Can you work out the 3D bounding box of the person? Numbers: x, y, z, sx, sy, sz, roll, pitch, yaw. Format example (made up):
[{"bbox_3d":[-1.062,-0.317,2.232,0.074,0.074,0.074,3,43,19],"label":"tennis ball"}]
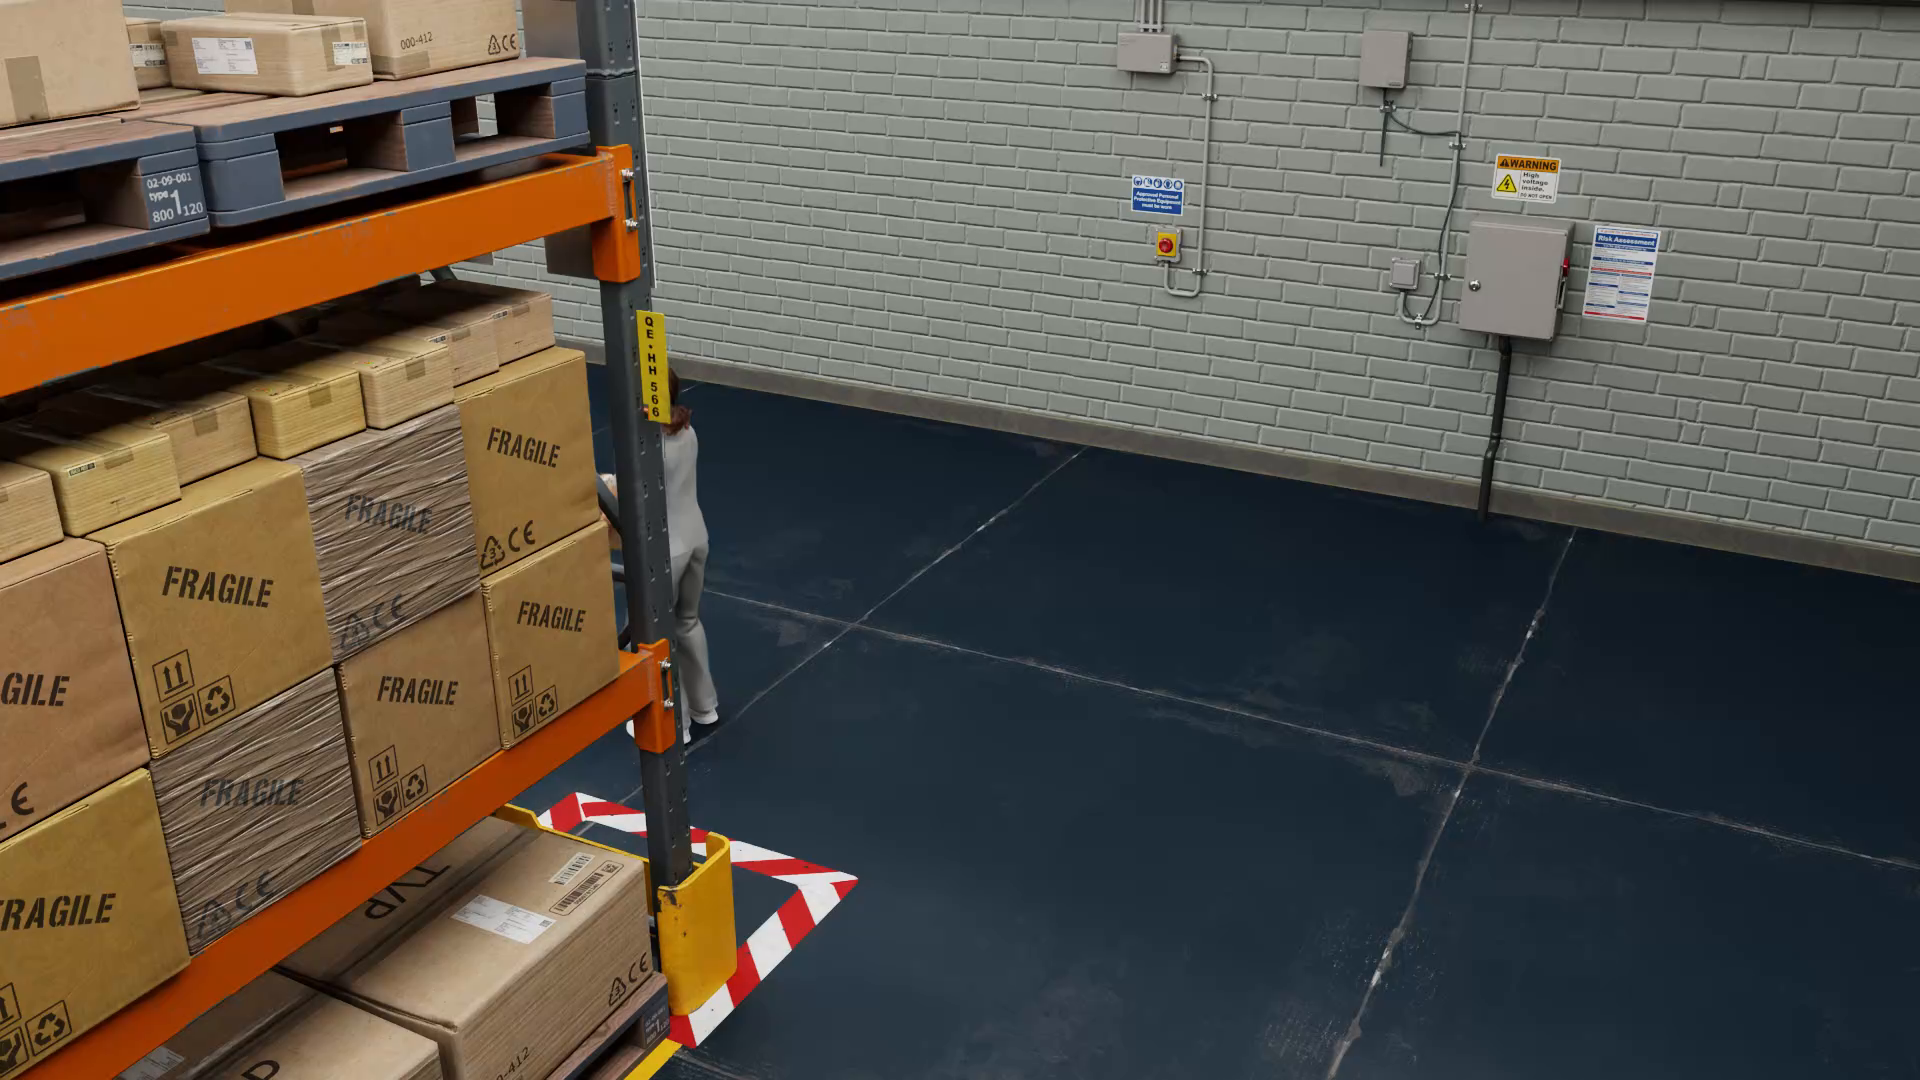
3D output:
[{"bbox_3d":[-1.311,0.047,7.000,0.513,1.668,0.410,11,25,24],"label":"person"}]
